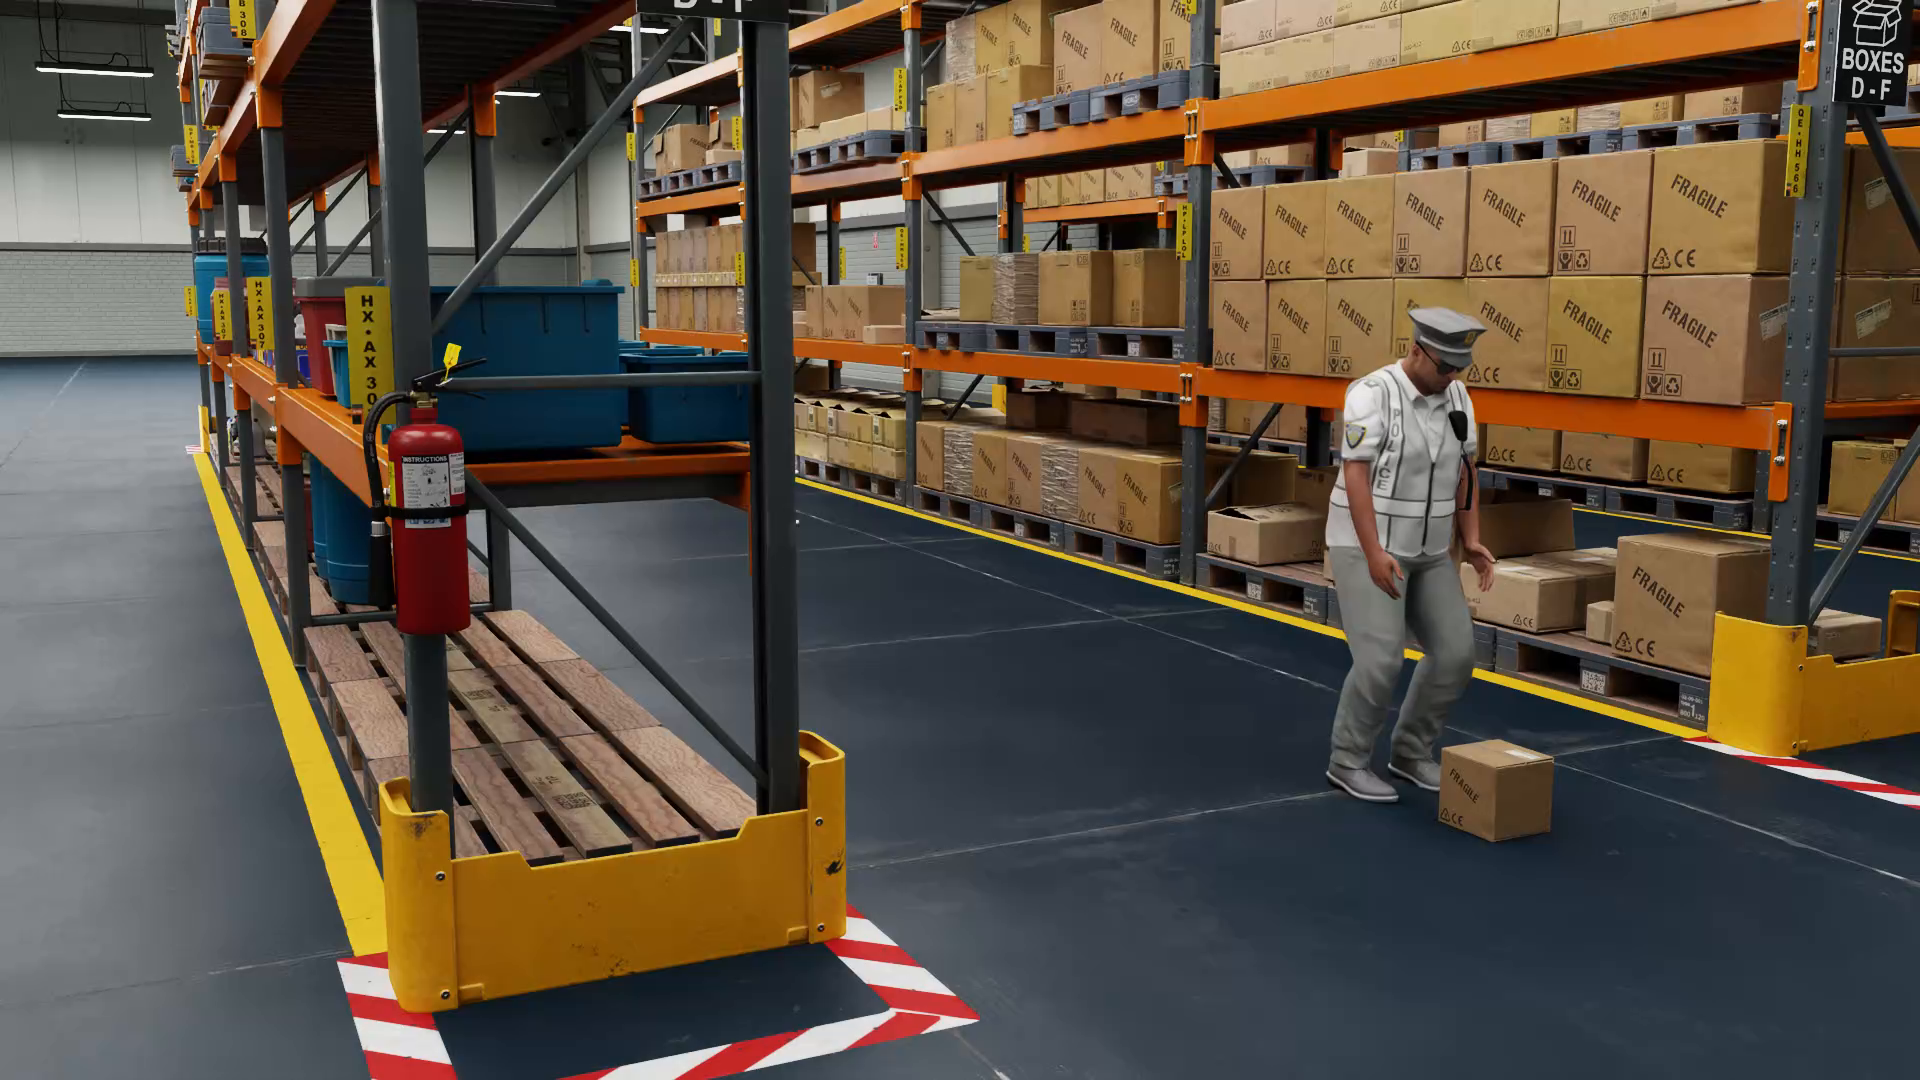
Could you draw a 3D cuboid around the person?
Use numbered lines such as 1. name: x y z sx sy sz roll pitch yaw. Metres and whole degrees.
1. person: 1.560 0.045 5.780 0.561 1.687 0.517 -4 9 -24
